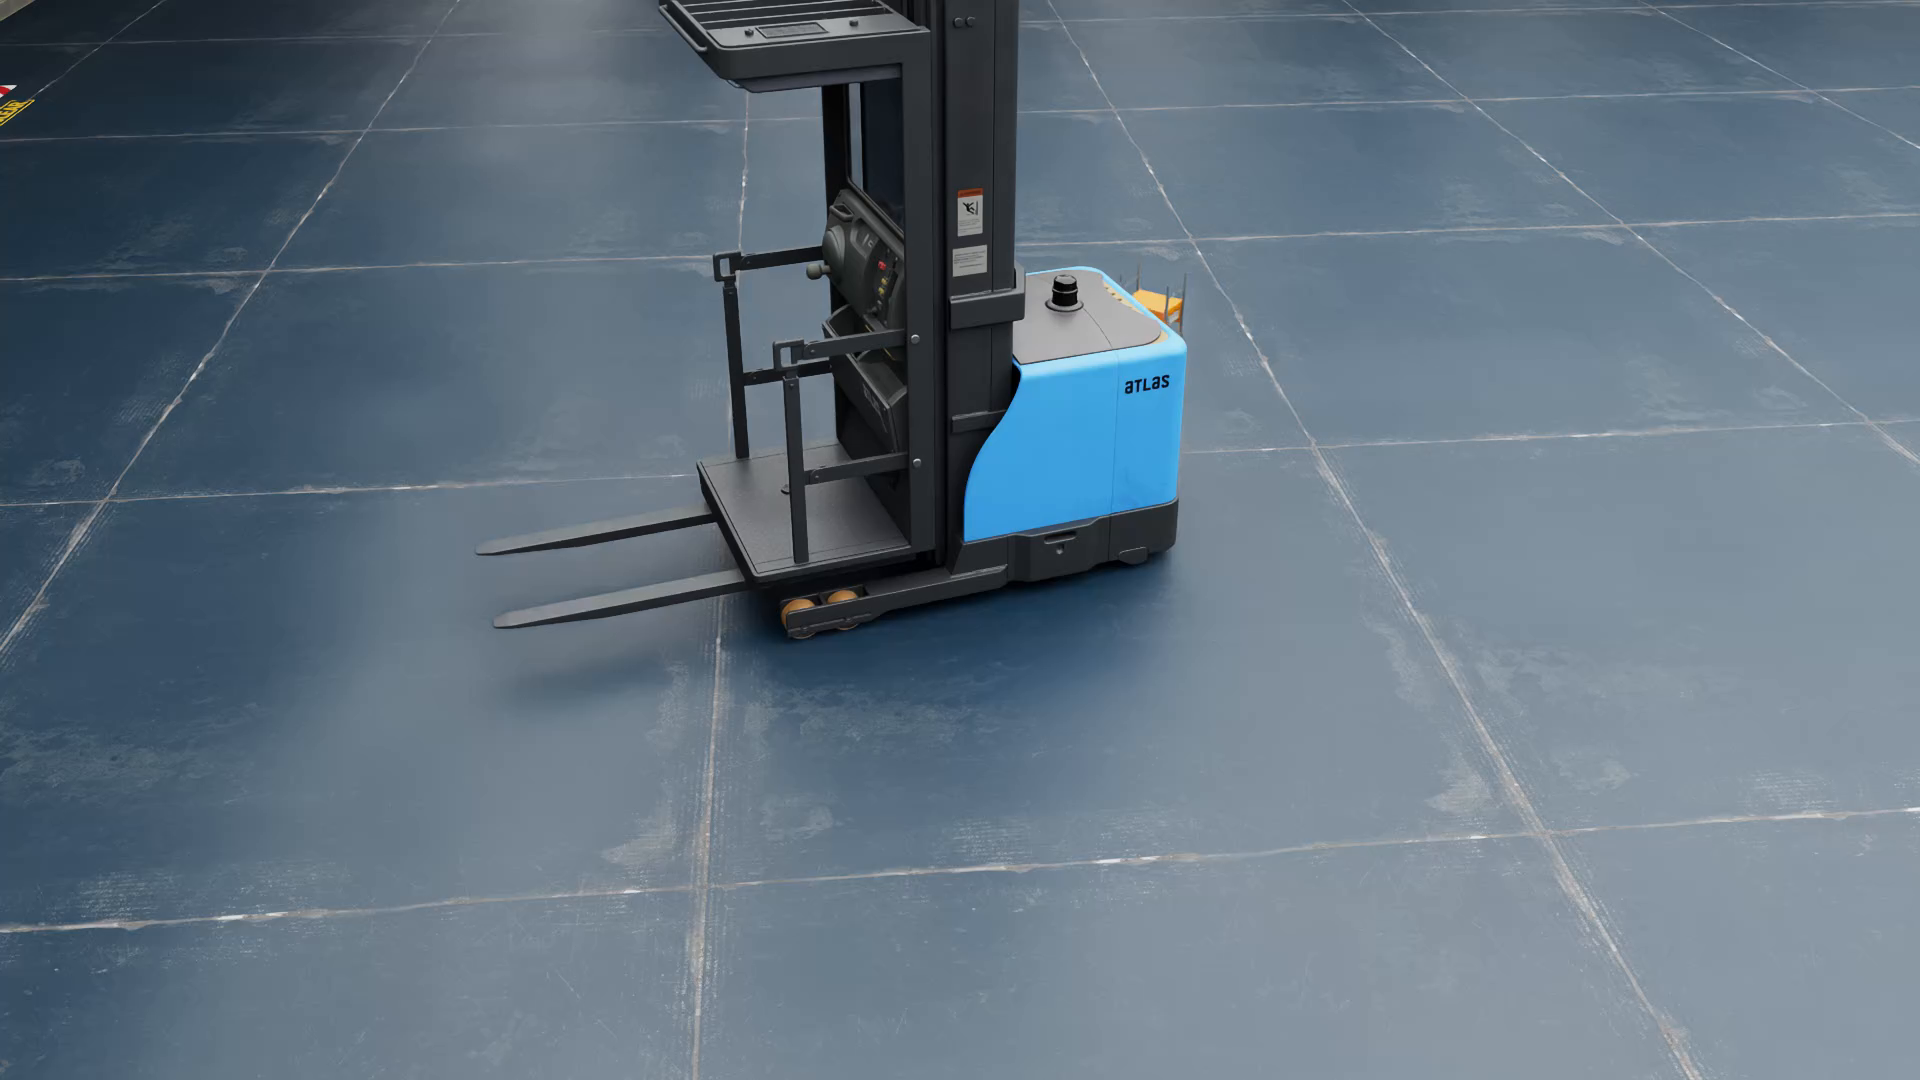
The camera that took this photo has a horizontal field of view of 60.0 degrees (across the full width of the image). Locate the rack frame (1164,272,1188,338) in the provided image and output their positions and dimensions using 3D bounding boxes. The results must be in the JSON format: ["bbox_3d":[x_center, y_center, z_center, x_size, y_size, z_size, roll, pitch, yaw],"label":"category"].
[{"bbox_3d":[1.004,-0.763,7.998,0.008,1.050,0.200,18,34,27],"label":"rack frame"}]

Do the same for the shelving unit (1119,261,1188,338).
[{"bbox_3d":[0.901,-0.797,8.054,0.252,1.050,0.215,18,34,27],"label":"shelving unit"}]

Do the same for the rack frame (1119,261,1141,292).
[{"bbox_3d":[0.798,-0.831,8.111,0.008,1.050,0.200,18,34,27],"label":"rack frame"}]

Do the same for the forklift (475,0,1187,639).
[{"bbox_3d":[-0.585,-1.146,6.810,3.031,2.935,1.130,-11,33,-18],"label":"forklift"}]

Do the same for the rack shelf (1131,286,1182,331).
[{"bbox_3d":[0.905,-1.033,7.918,0.240,0.259,0.215,18,34,27],"label":"rack shelf"}]
